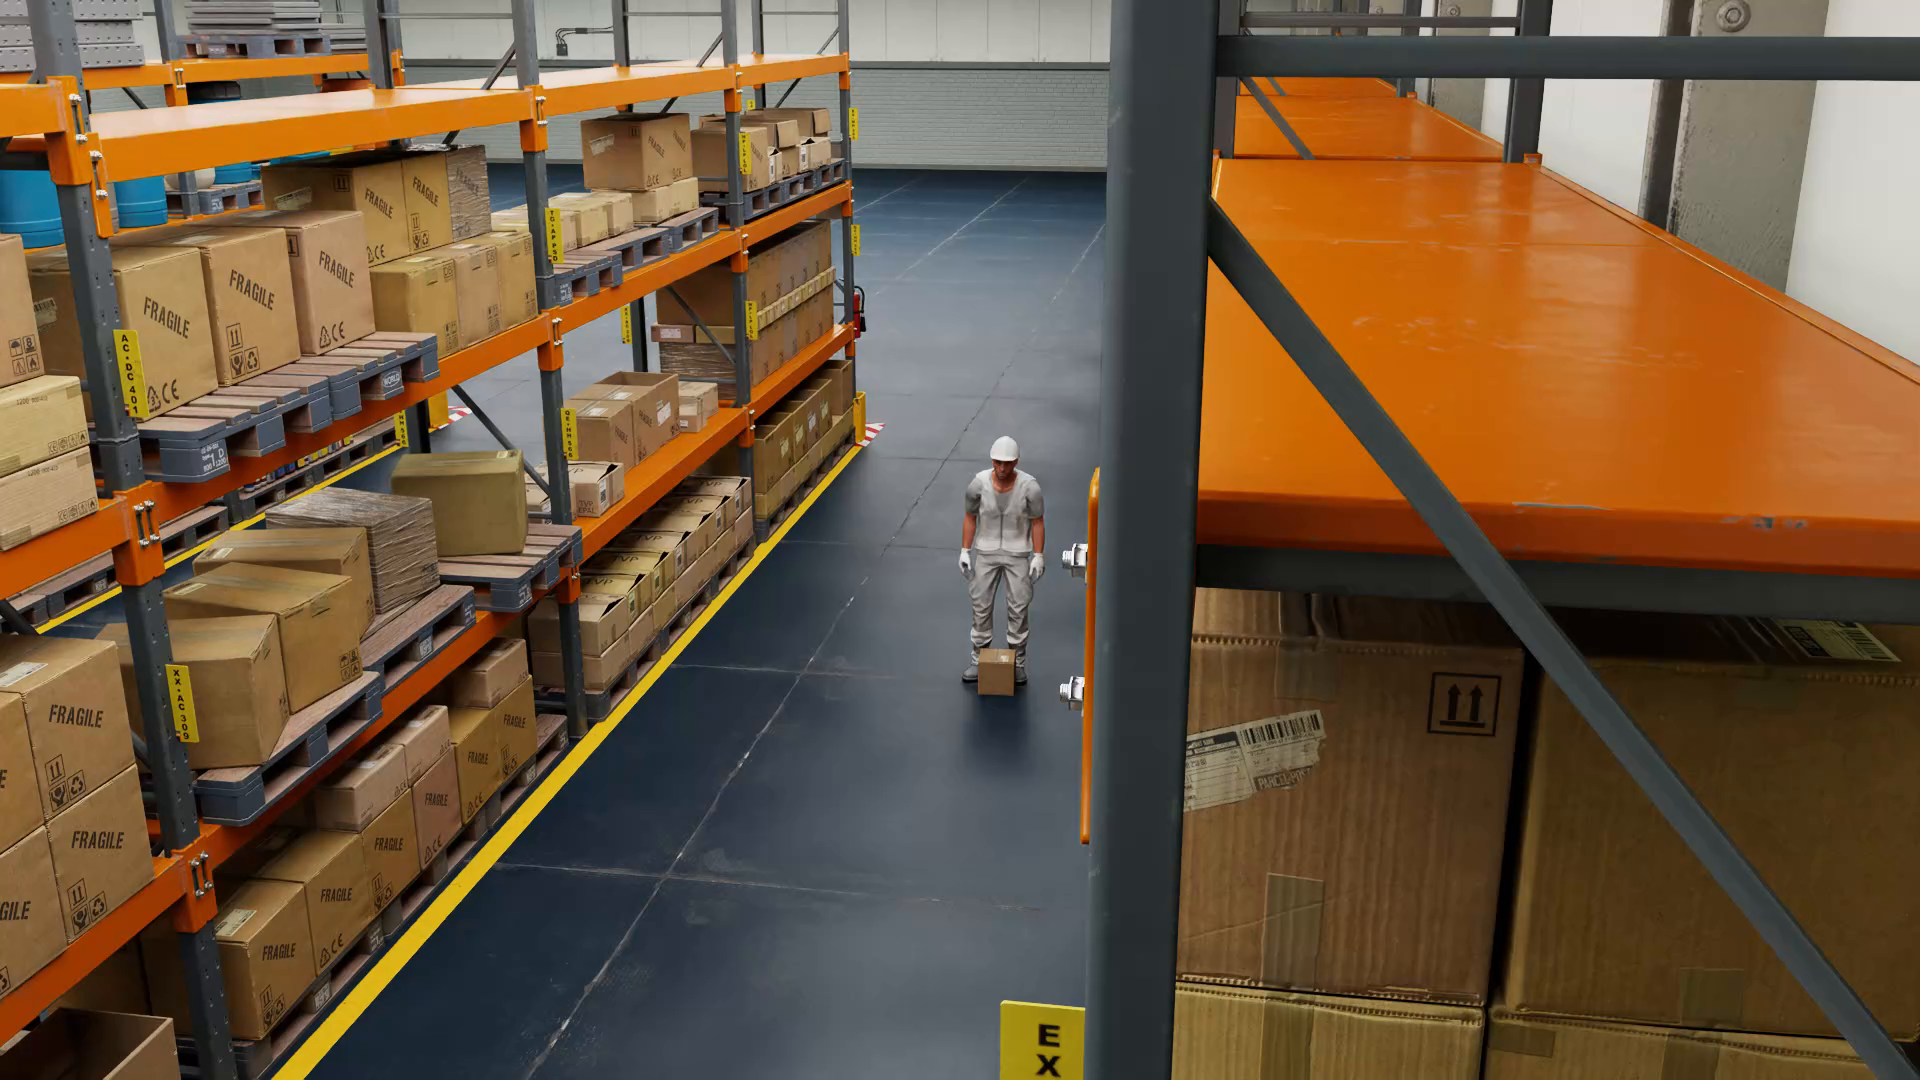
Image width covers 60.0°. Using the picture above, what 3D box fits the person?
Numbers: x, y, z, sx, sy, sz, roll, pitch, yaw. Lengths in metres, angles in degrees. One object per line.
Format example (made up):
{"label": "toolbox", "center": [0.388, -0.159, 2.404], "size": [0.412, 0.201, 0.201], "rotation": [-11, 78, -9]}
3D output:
{"label": "person", "center": [0.293, 0.128, 11.626], "size": [0.608, 1.779, 0.450], "rotation": [3, 18, 9]}
